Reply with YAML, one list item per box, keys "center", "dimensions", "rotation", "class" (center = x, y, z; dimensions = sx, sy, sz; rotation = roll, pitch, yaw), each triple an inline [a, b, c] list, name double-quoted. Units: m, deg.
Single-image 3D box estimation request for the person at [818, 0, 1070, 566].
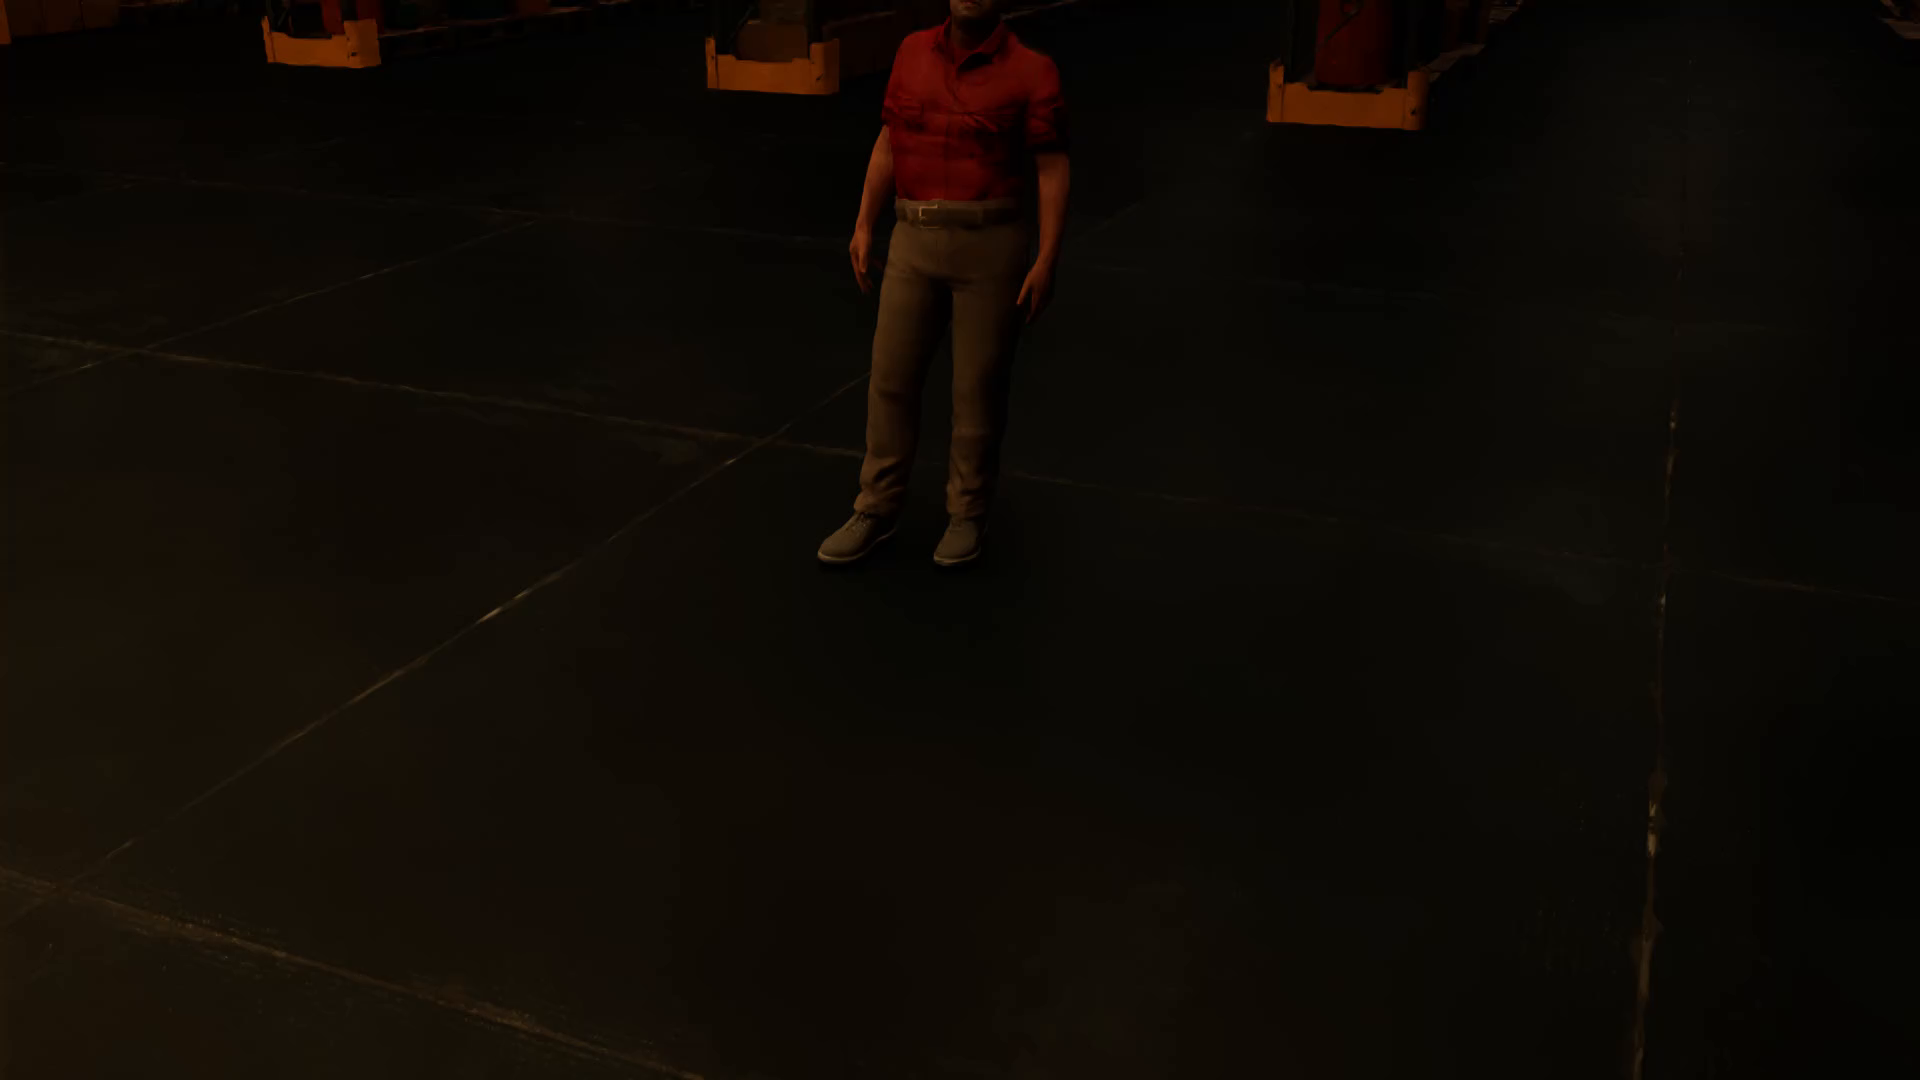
- center: [-0.045, -0.774, 4.684]
  dimensions: [0.640, 1.726, 0.550]
  rotation: [9, 24, 21]
  class: "person"
